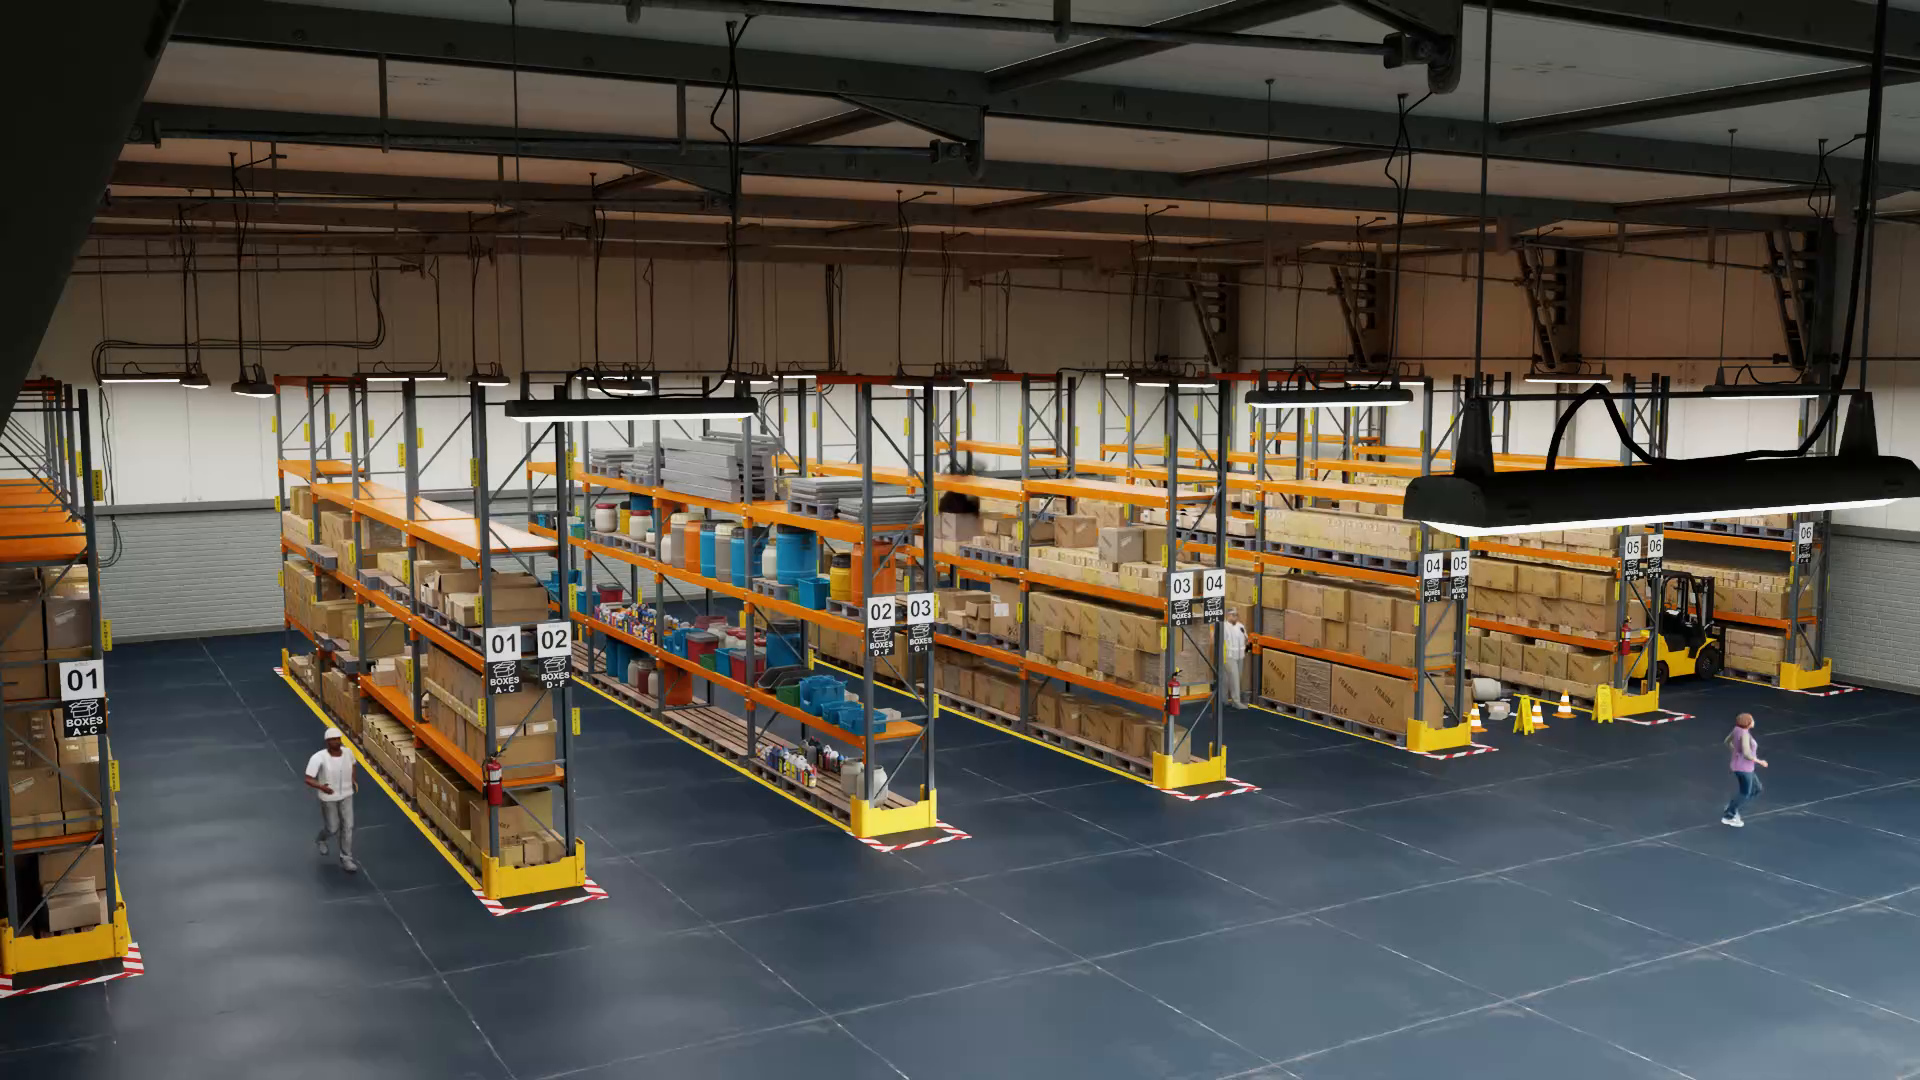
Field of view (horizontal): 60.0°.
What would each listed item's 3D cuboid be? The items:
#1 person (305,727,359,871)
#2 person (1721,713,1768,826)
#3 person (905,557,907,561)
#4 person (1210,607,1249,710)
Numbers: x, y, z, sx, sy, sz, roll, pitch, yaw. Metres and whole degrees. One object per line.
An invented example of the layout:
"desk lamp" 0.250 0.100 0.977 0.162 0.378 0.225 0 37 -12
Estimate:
"person" -7.746 3.186 20.646 0.712 1.743 0.874 -6 9 -44
"person" 10.627 3.096 22.518 0.540 1.558 0.553 1 6 12
"person" -1.199 1.228 39.103 0.711 1.682 0.620 -3 7 -25
"person" 4.783 2.060 29.165 0.673 1.802 0.915 -3 7 -29
